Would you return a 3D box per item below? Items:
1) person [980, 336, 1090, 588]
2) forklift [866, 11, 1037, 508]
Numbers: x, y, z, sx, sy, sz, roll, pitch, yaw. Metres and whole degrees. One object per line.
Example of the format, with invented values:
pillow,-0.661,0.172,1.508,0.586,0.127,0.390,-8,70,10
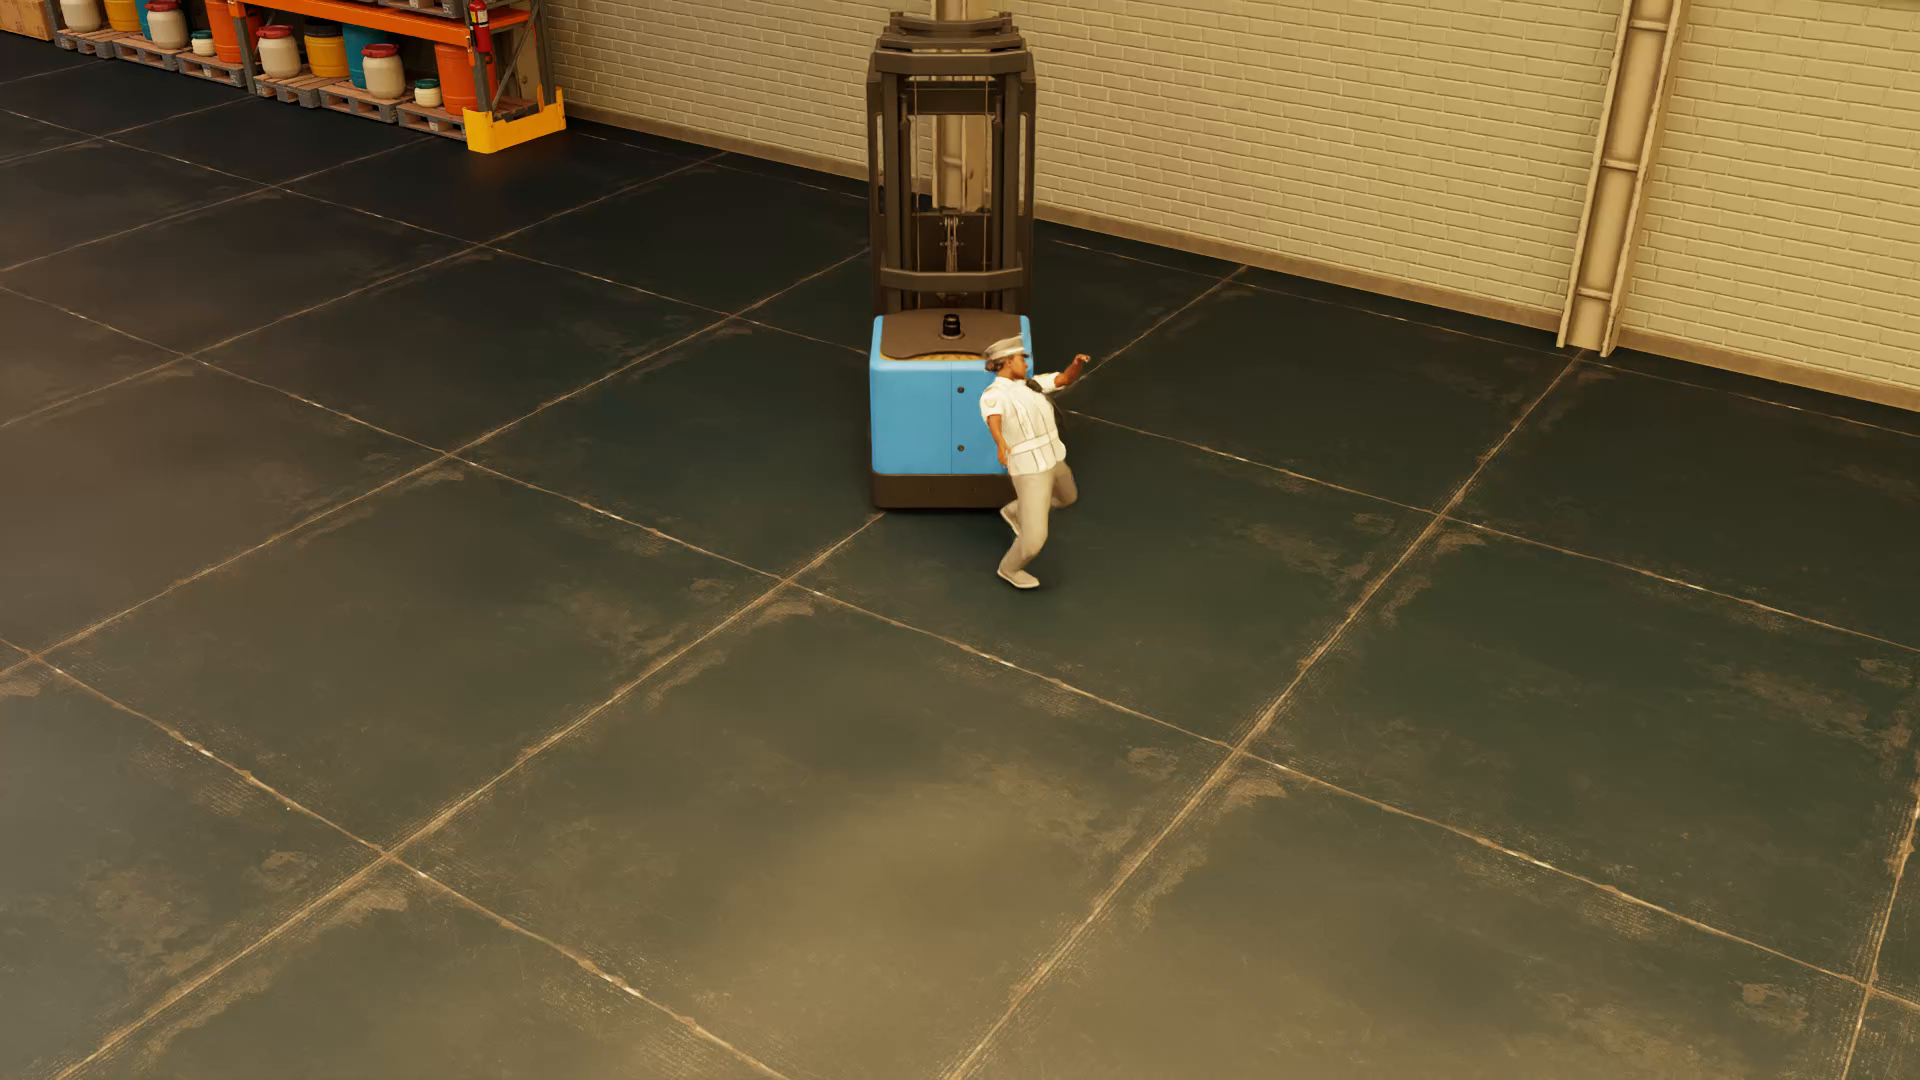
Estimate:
person,0.337,-0.404,9.692,0.725,1.468,1.015,14,33,23
forklift,-0.056,-2.173,11.323,1.130,2.935,3.031,0,30,0
